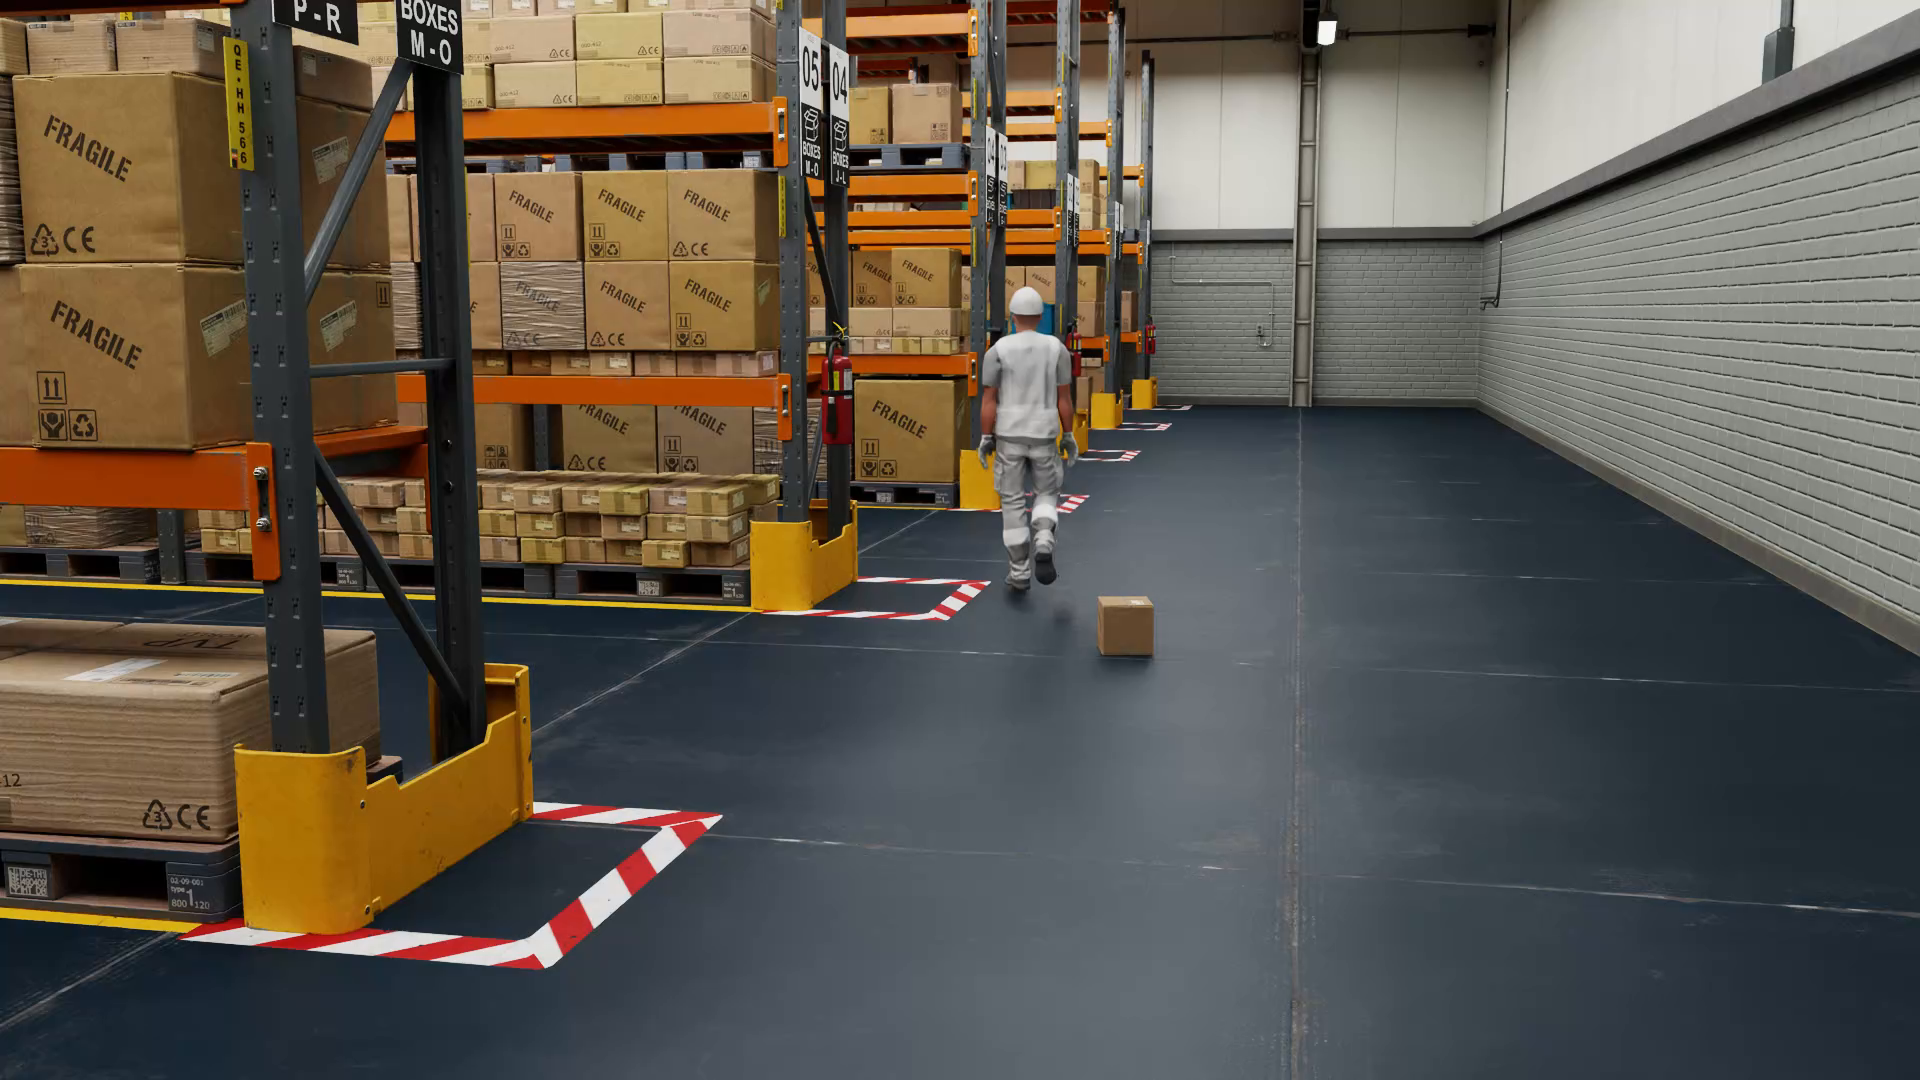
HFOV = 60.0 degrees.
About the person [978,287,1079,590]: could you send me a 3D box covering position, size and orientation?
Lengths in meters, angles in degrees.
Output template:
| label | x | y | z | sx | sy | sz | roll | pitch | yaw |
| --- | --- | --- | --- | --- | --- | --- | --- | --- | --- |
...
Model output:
| label | x | y | z | sx | sy | sz | roll | pitch | yaw |
| --- | --- | --- | --- | --- | --- | --- | --- | --- | --- |
| person | 0.402 | -0.595 | 9.816 | 0.594 | 1.780 | 0.494 | -1 | 8 | -6 |
